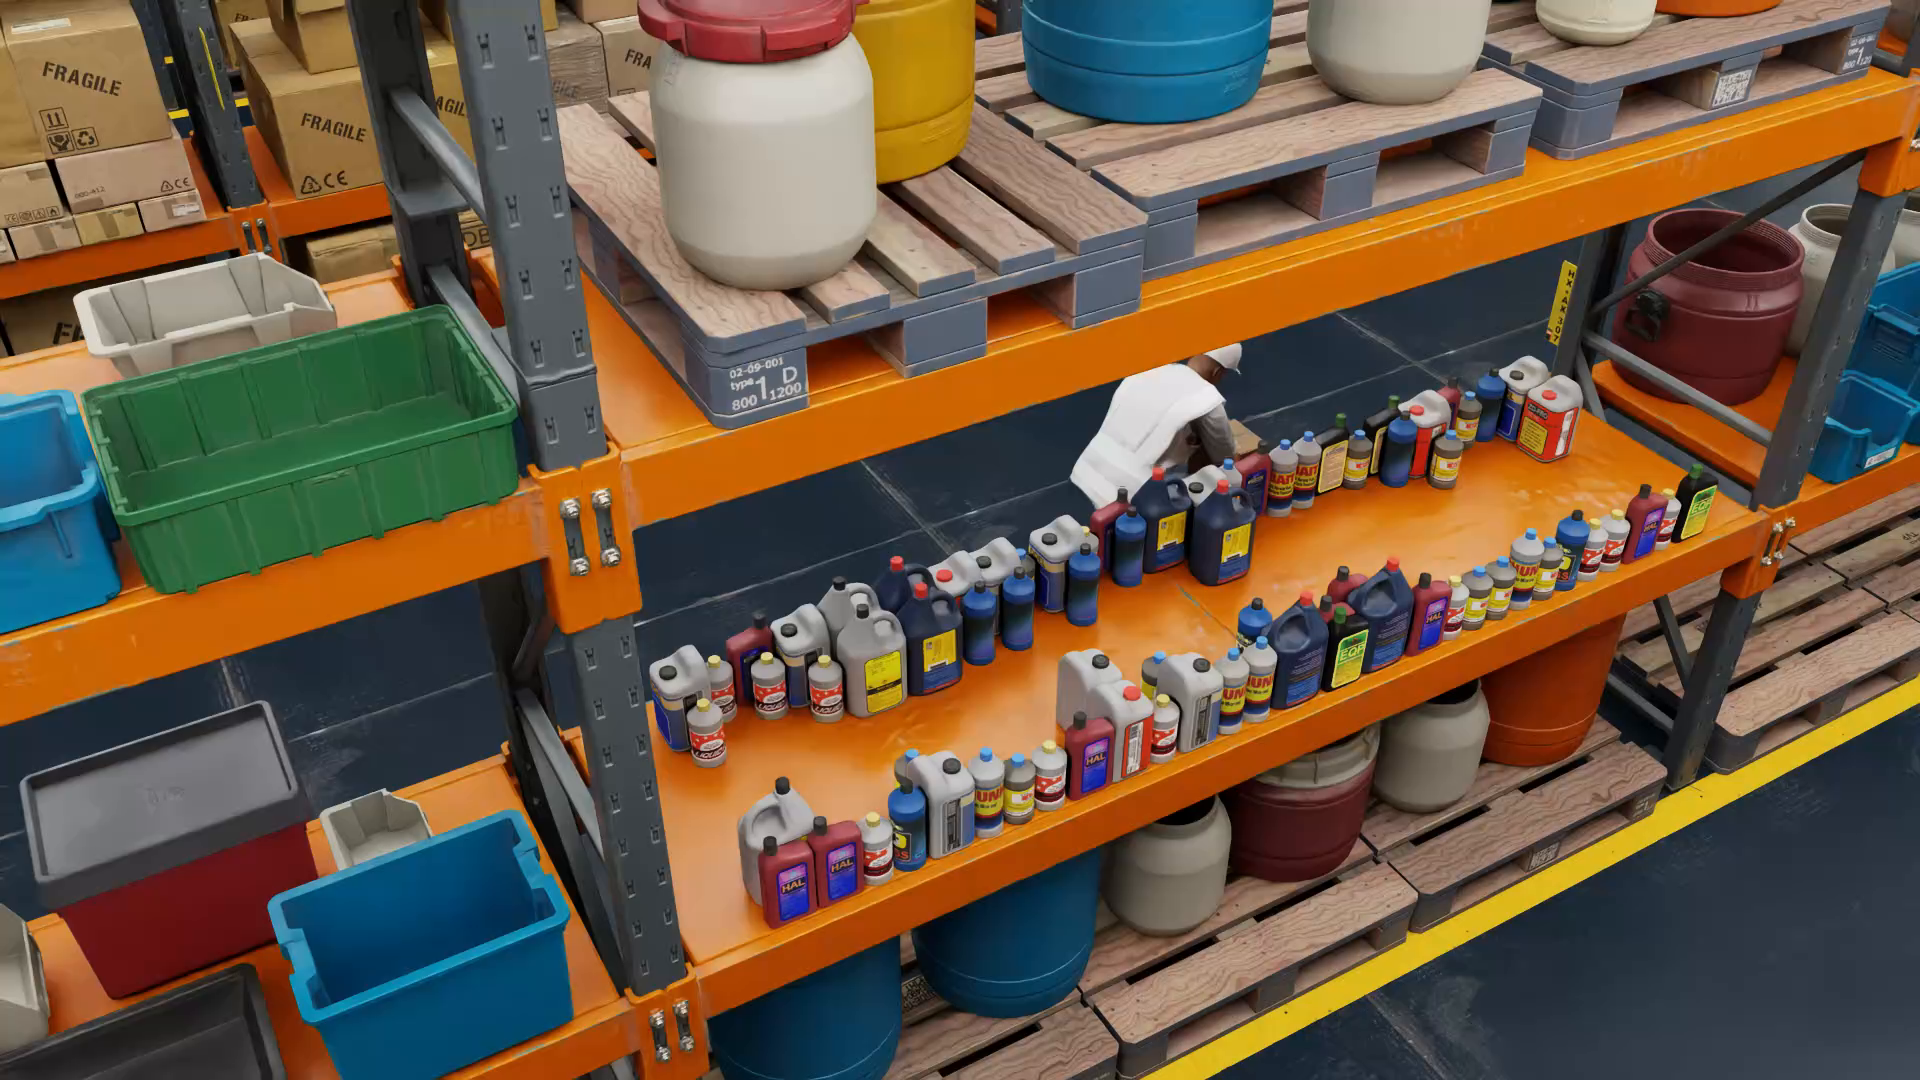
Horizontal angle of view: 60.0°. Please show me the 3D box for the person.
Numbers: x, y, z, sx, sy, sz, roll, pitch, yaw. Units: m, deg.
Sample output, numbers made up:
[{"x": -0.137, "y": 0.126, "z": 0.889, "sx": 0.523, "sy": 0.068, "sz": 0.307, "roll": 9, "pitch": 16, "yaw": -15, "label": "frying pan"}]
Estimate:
[{"x": 0.913, "y": -0.419, "z": 7.334, "sx": 0.903, "sy": 0.968, "sz": 0.565, "roll": -20, "pitch": 41, "yaw": -24, "label": "person"}]
